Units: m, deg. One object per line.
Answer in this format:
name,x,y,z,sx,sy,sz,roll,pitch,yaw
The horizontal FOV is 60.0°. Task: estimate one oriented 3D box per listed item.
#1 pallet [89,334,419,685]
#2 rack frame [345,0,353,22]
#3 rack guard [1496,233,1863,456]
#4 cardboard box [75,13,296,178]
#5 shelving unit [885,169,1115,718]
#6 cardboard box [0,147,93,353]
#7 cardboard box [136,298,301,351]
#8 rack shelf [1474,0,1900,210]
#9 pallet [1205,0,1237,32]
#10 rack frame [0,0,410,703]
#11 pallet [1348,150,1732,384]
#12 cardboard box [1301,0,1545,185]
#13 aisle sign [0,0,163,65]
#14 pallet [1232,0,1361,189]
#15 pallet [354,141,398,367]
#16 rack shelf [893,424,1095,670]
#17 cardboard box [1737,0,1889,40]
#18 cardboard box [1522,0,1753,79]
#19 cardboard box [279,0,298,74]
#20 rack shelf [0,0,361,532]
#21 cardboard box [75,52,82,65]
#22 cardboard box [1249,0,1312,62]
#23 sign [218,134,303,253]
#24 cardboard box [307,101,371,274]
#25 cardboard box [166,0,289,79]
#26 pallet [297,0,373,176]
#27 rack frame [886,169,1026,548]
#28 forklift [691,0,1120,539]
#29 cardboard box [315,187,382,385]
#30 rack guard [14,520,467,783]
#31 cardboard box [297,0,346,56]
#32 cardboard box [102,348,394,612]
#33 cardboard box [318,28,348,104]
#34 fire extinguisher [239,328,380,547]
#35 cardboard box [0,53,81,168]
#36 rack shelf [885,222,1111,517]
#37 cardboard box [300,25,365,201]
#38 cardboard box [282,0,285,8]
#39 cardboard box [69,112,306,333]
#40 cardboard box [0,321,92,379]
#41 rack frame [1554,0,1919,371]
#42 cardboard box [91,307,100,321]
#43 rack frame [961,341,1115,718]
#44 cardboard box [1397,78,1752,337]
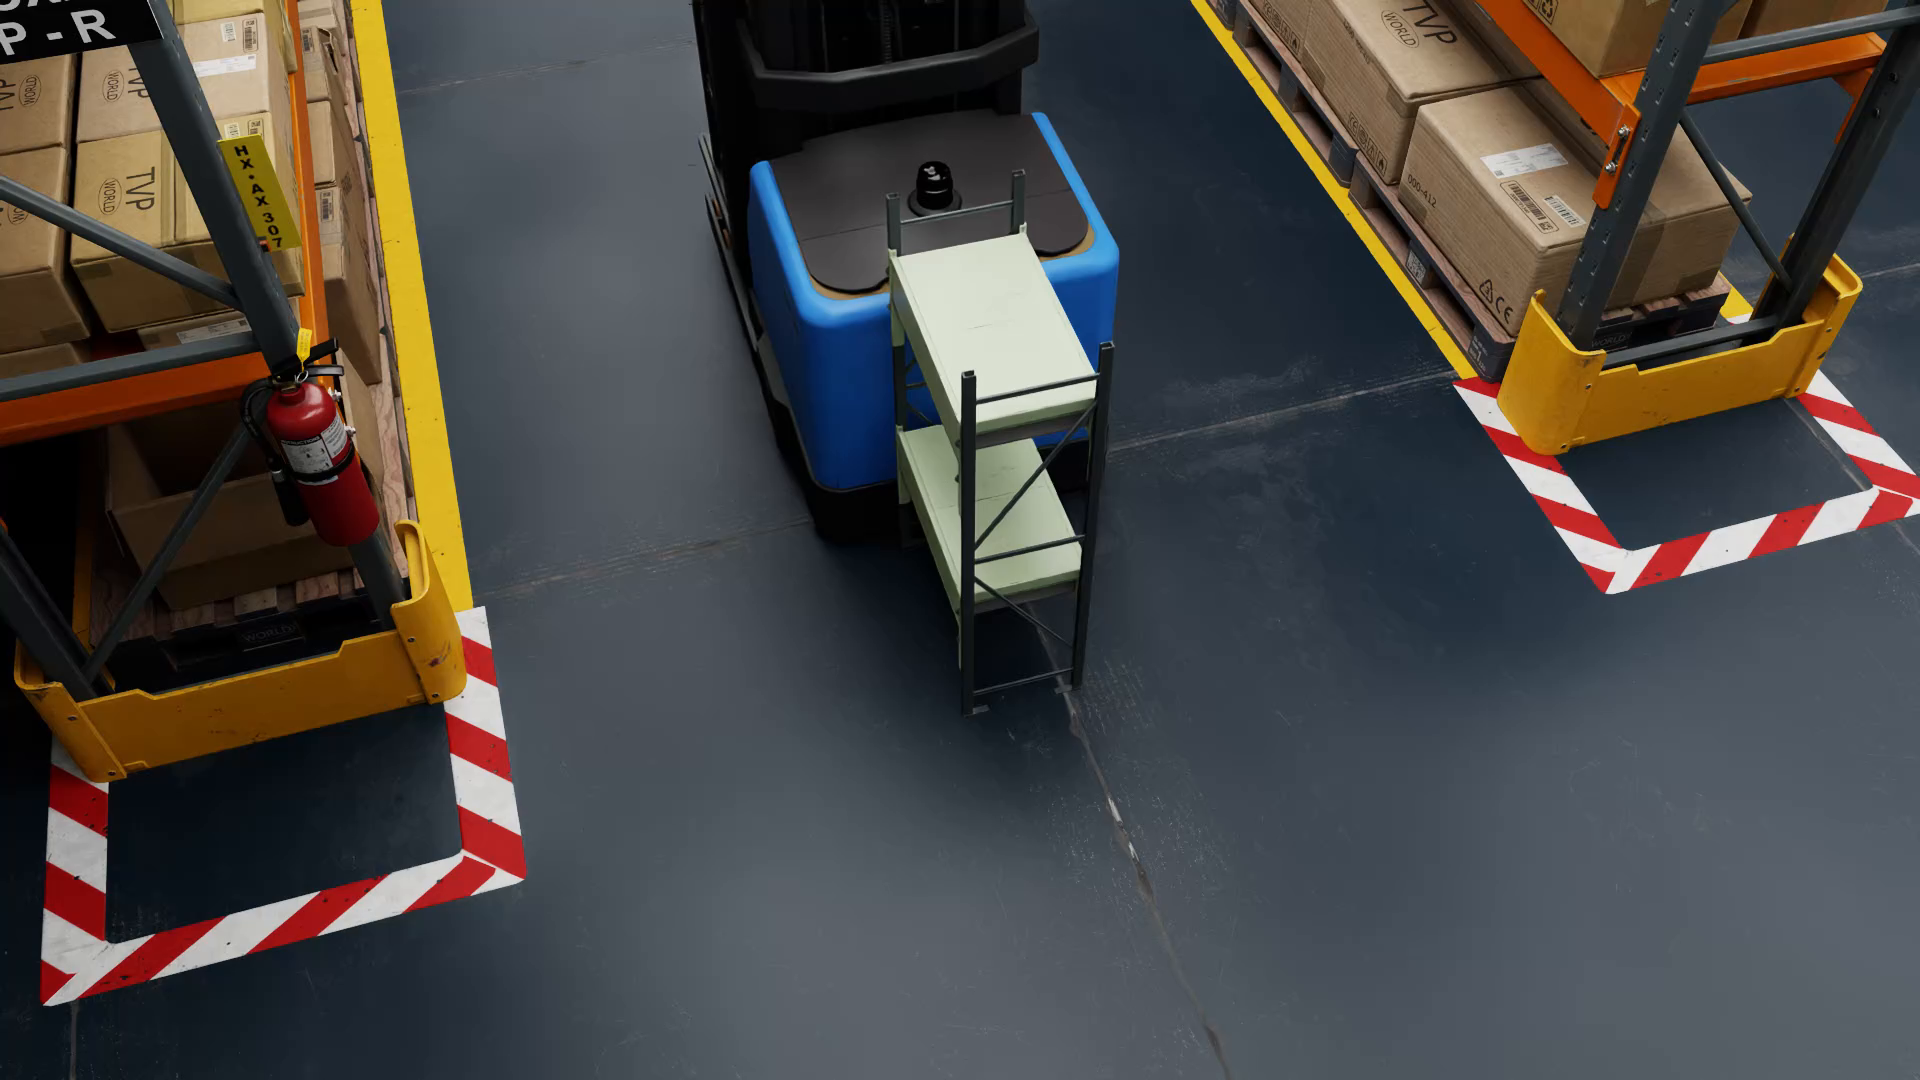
pallet,-2.420,-0.146,5.736,1.003,0.211,1.213,-13,51,-11
rack frame,-3.344,-3.329,6.595,1.000,3.000,0.127,-13,51,-11
rack guard,2.587,-0.709,6.021,1.175,0.500,0.348,-13,51,-11
cardboard box,-2.187,-1.216,4.717,0.500,0.250,0.500,-13,51,-11
shelving unit,0.093,-0.238,4.970,0.431,1.500,0.755,-13,51,-11
cardboard box,-2.550,-0.731,4.308,0.500,0.250,0.500,-12,51,-10
cardboard box,-1.996,-0.629,4.483,0.380,0.149,0.250,-14,51,-11
rack shelf,1.988,-2.762,6.587,1.077,0.370,4.000,-13,51,-11
pallet,1.547,-2.982,8.126,1.003,0.211,1.213,-13,51,-11
rack frame,-2.161,-0.408,4.132,1.000,3.000,0.127,-13,51,-11
pallet,2.269,-1.200,6.624,1.003,0.211,1.213,-13,51,-11
cardboard box,2.010,-1.968,6.848,0.875,0.438,0.875,-12,51,-10
aisle sign,-1.860,-1.262,3.152,0.394,0.787,0.004,-13,51,-11
pallet,1.911,-2.090,7.374,1.003,0.211,1.213,-13,51,-11
pallet,-2.777,-1.036,6.485,1.003,0.211,1.213,-13,51,-11
rack shelf,0.093,-0.028,5.219,0.431,0.370,0.720,-13,51,-11
cardboard box,2.712,-1.980,5.392,0.500,0.500,0.500,-14,51,-11
cardboard box,2.184,-1.857,5.289,0.500,0.500,0.500,-13,51,-11
cardboard box,-2.329,-1.581,5.285,0.380,0.149,0.250,-15,51,-12
rack shelf,-2.752,-1.637,5.638,1.077,0.370,4.000,-13,51,-11
cardboard box,-2.844,-1.471,4.932,0.500,0.250,0.500,-12,51,-10
cardboard box,1.745,-2.627,7.404,0.875,0.438,0.875,-15,51,-12
sign,-1.643,-0.810,3.904,0.100,0.325,0.005,-13,51,-11
cardboard box,-2.528,-1.247,6.200,0.500,0.500,0.500,-12,51,-10
cardboard box,-2.340,-1.585,5.028,0.500,0.250,0.500,-14,51,-12
pallet,-3.142,-1.929,7.238,1.003,0.211,1.213,-13,51,-11
rack frame,-0.010,-0.506,5.196,0.400,1.500,0.023,-13,51,-11
forklift,-0.396,-2.106,5.608,1.130,2.935,3.031,-13,51,-11
cardboard box,-2.467,-0.839,5.855,0.700,0.500,0.500,-11,51,-9
rack guard,-2.183,0.342,5.134,1.175,0.500,0.348,-13,51,-11
cardboard box,-2.898,-2.205,7.237,0.380,0.149,0.250,-15,51,-12
cardboard box,-2.251,-0.207,5.320,0.797,0.503,0.637,-15,52,-12
cardboard box,-2.793,-1.982,6.973,0.396,0.266,0.258,-12,51,-10
fire extinguisher,-1.676,-0.260,4.301,0.296,0.674,0.183,-13,51,-11
cardboard box,-2.702,-1.108,4.626,0.500,0.250,0.500,-13,51,-11
rack shelf,0.093,-0.490,4.671,0.431,0.370,0.720,-13,51,-11
cardboard box,-2.774,-1.597,6.495,0.700,0.500,0.500,-15,52,-12
cardboard box,-2.427,-1.769,5.443,0.380,0.149,0.250,-12,51,-10
cardboard box,-2.038,-0.848,4.406,0.500,0.250,0.500,-13,51,-11
cardboard box,-2.515,-0.508,4.381,0.380,0.149,0.250,-14,51,-11
rack frame,2.580,-1.533,5.080,1.000,3.000,0.127,-13,51,-11
cardboard box,-2.532,-0.707,4.549,0.380,0.149,0.250,-12,51,-10
rack frame,0.197,0.030,4.743,0.400,1.500,0.023,-13,51,-11
cardboard box,2.289,-1.302,6.287,0.875,0.438,0.875,-15,51,-12
